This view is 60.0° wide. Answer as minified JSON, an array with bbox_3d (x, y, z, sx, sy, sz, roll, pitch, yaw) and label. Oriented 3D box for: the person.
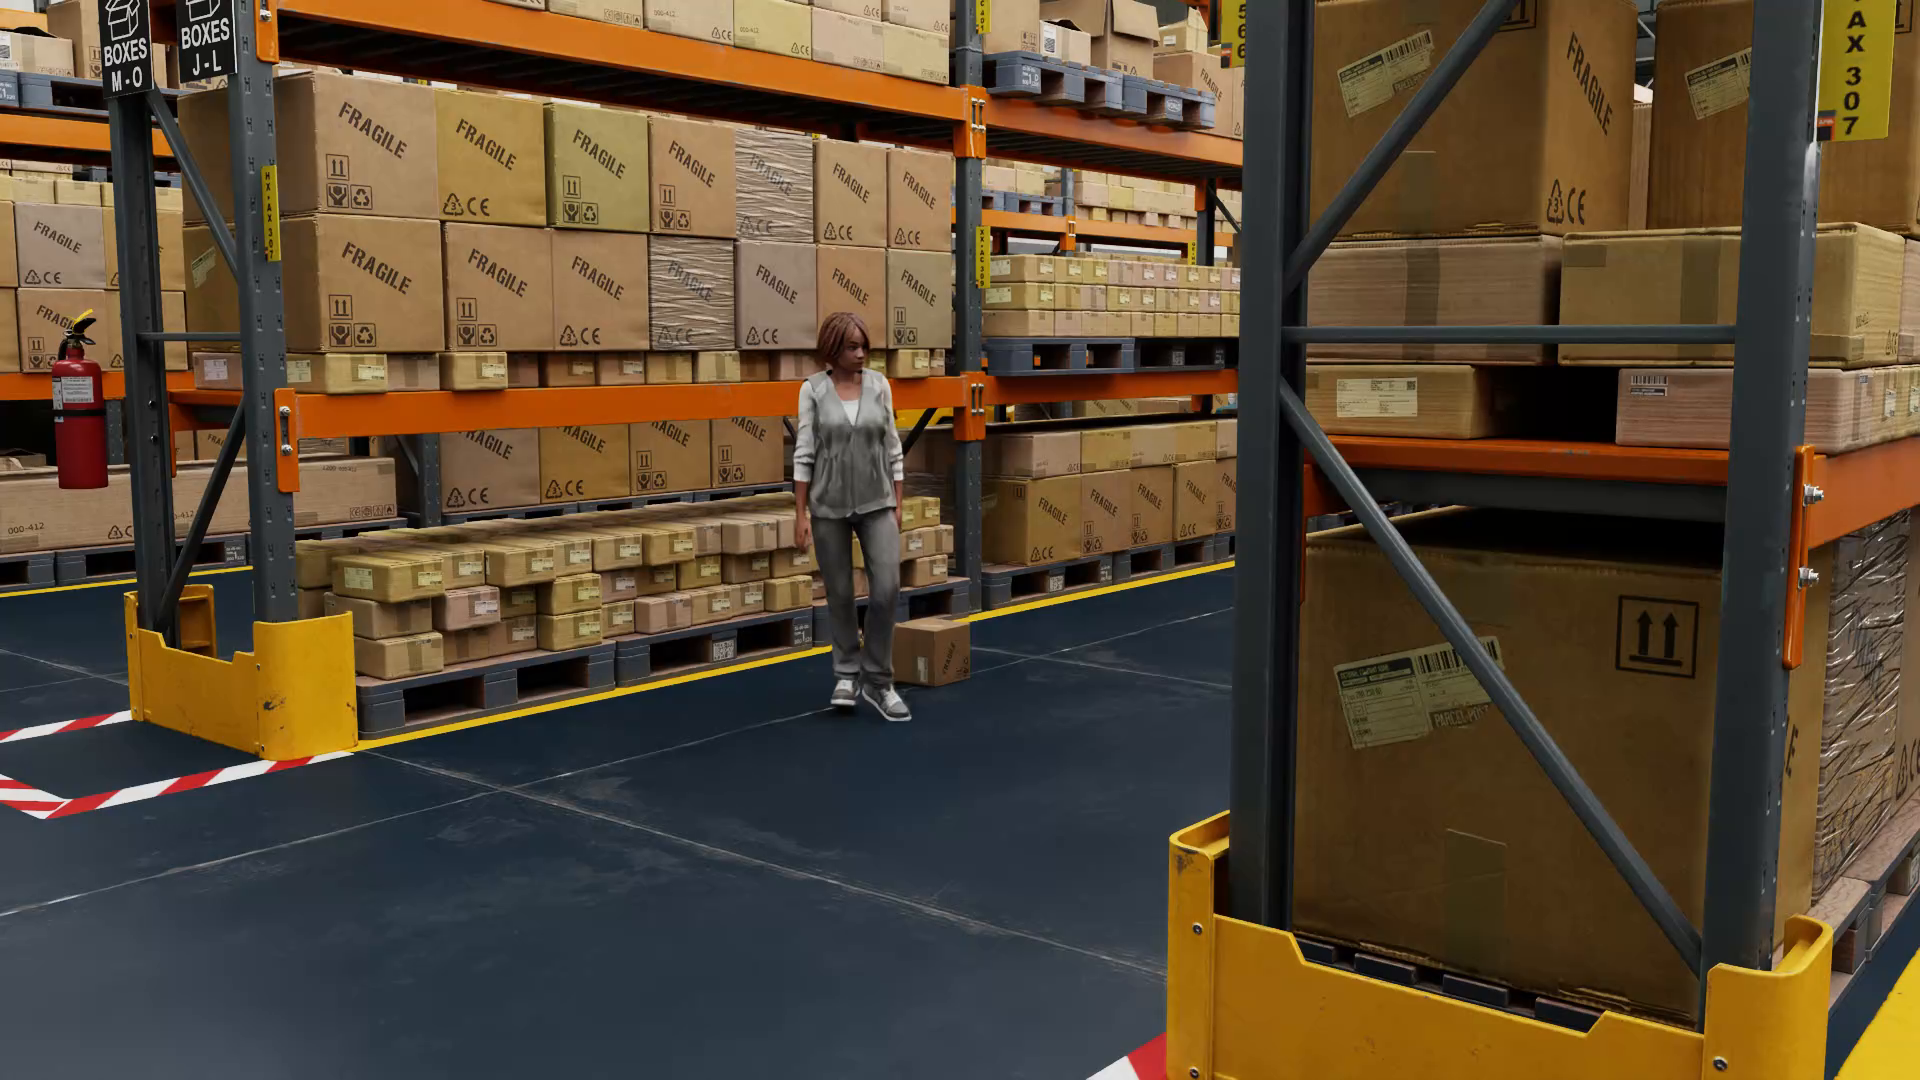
[{"bbox_3d":[-0.433,-0.087,6.605,0.455,1.600,0.457,-1,7,-7],"label":"person"}]
